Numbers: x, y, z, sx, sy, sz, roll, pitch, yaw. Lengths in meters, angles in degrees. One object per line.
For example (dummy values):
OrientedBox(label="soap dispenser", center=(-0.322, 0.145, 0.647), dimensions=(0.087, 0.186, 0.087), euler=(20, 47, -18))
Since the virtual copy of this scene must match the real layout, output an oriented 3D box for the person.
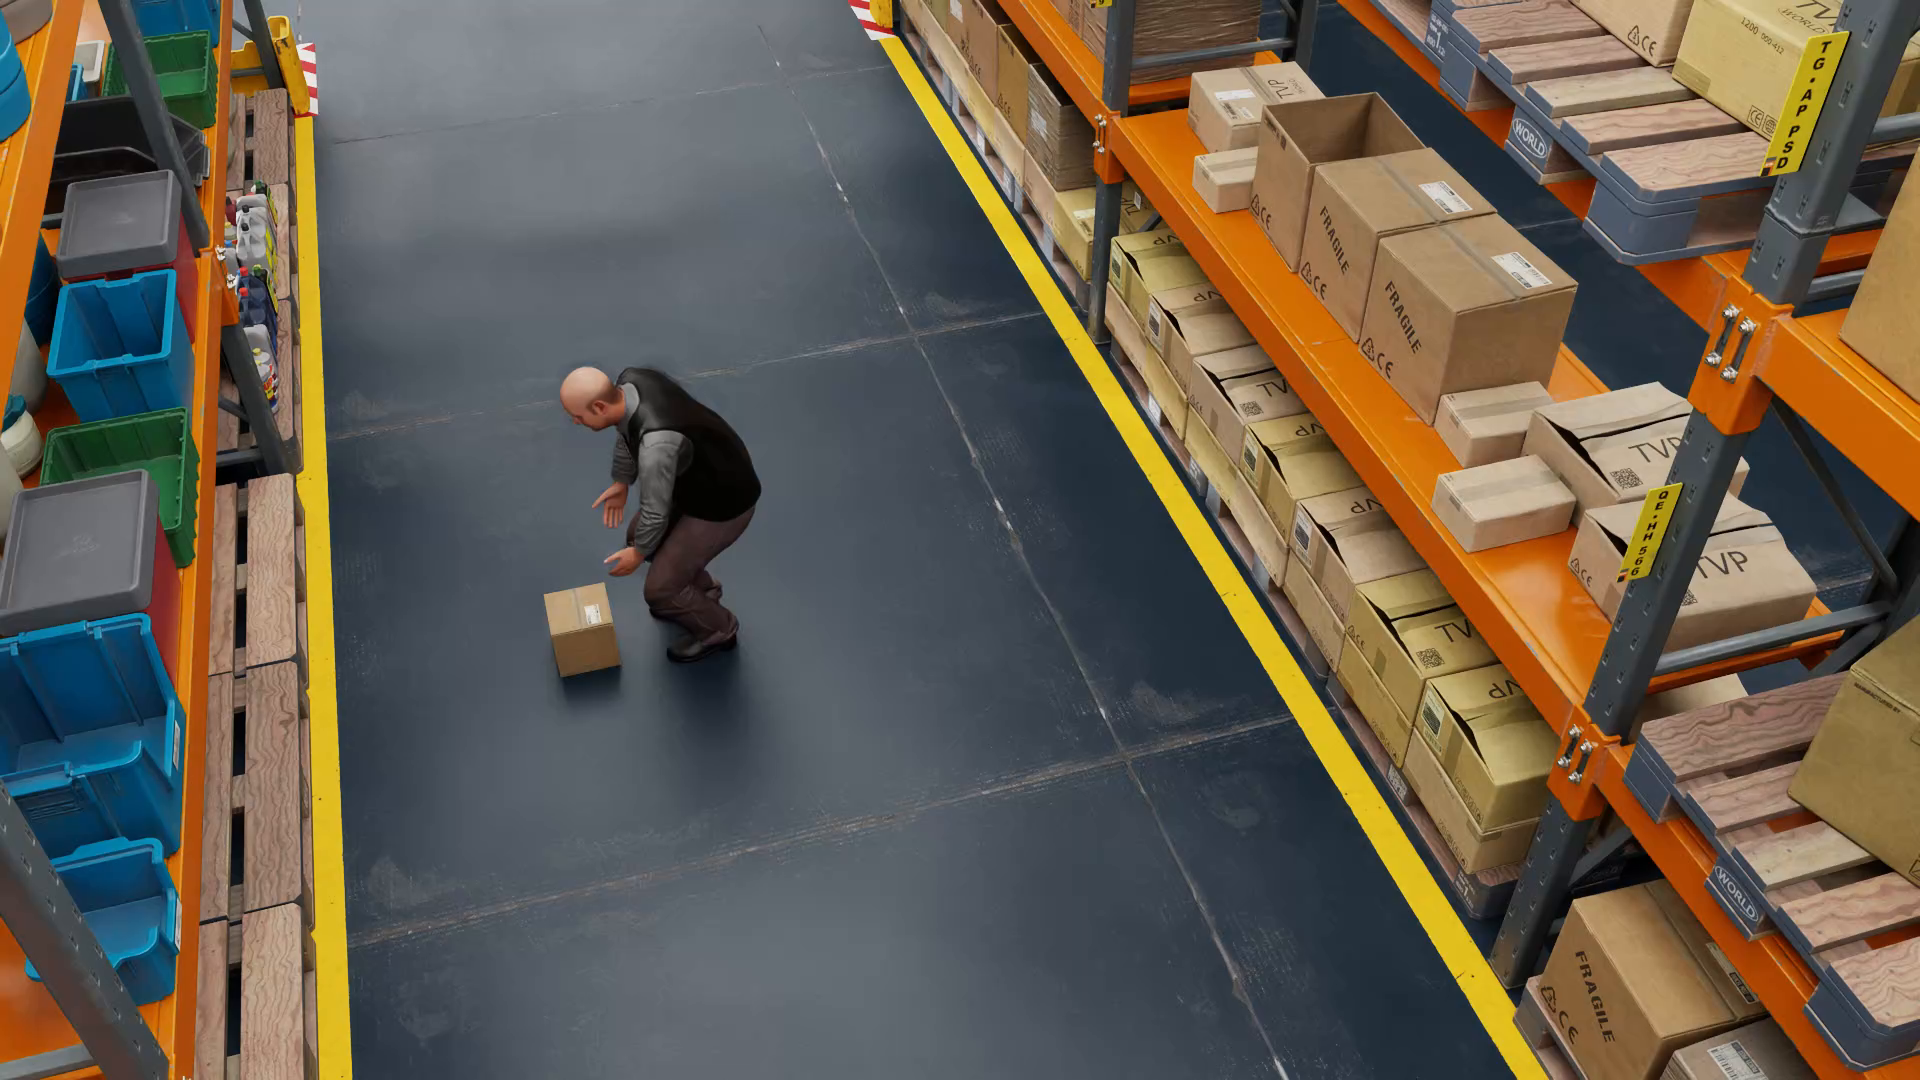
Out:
OrientedBox(label="person", center=(-1.128, -0.130, 6.544), dimensions=(0.690, 1.433, 0.591), euler=(-12, 43, -13))
